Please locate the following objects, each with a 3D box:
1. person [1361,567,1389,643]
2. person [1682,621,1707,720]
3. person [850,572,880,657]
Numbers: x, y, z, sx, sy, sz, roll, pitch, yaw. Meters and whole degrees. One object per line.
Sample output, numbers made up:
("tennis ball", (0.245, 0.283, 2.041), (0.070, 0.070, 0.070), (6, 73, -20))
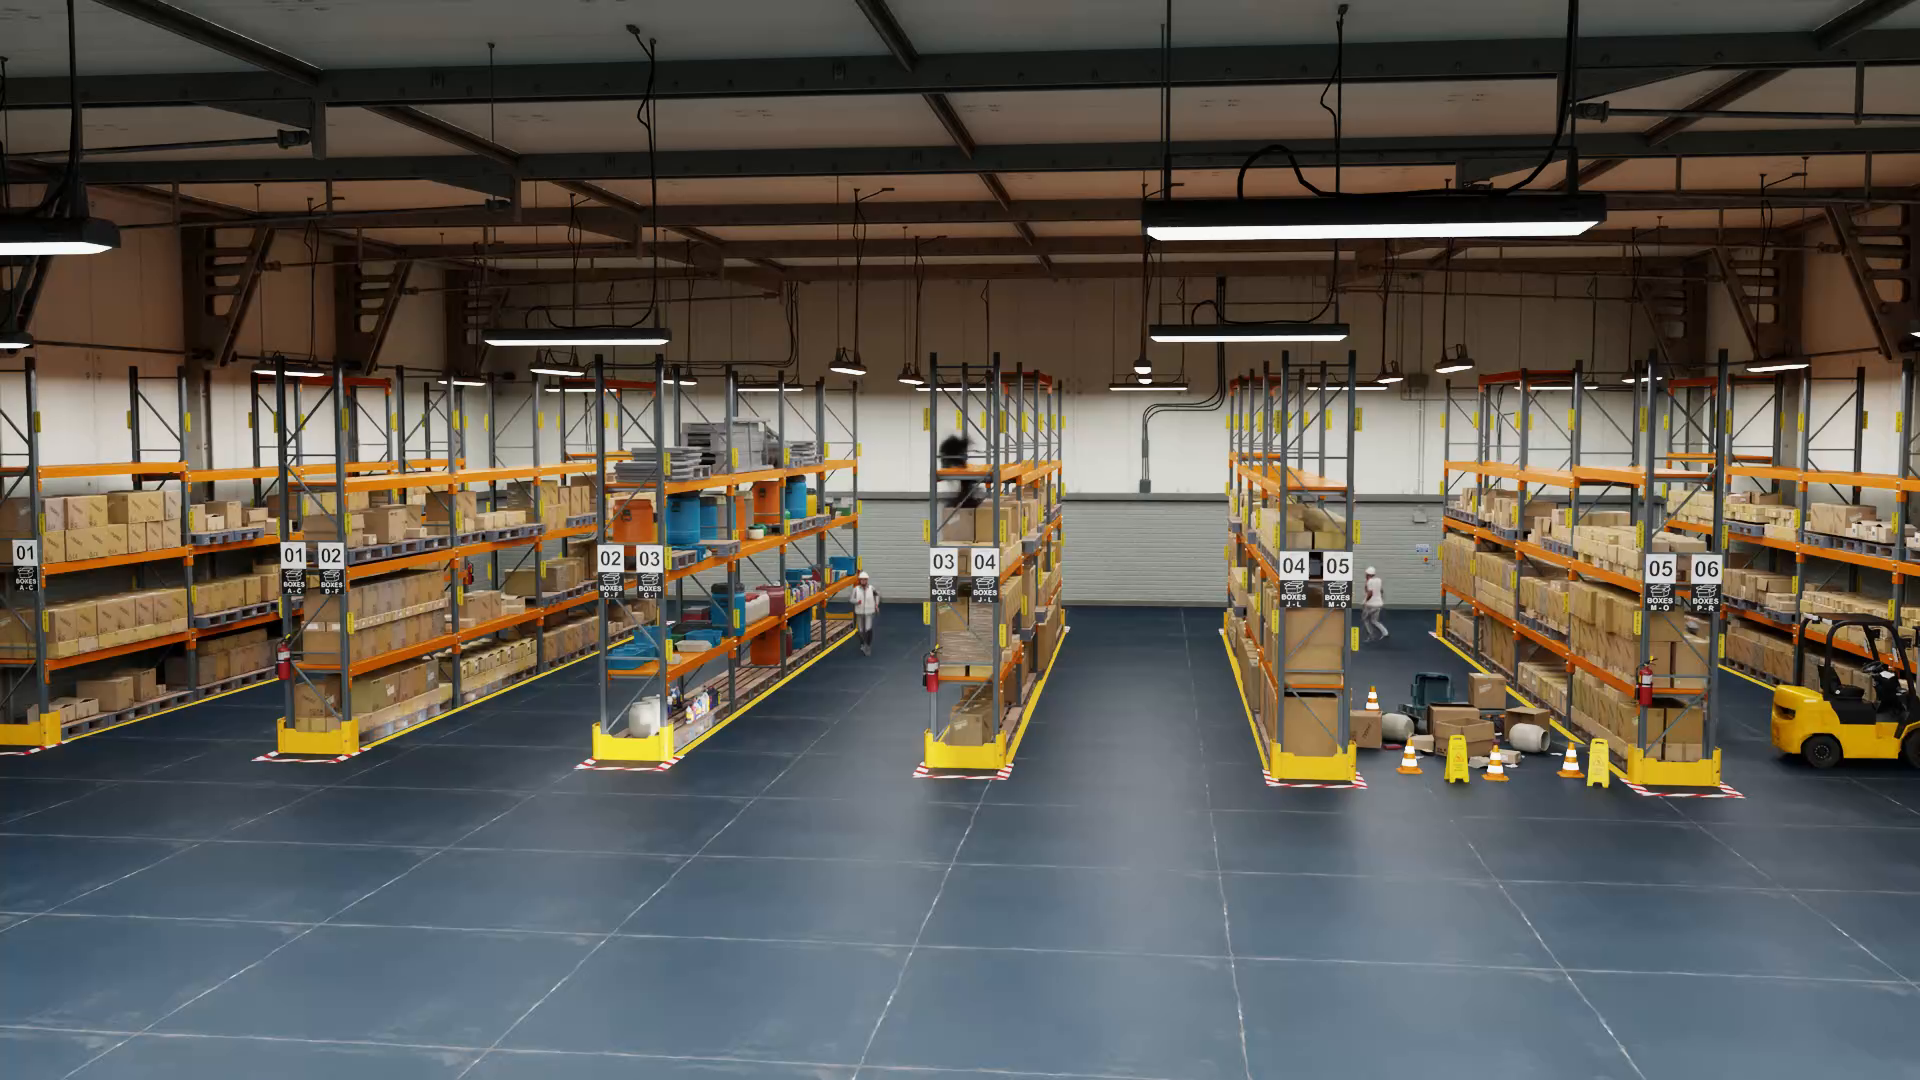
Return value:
("person", (9.397, 1.481, 37.475), (0.670, 1.742, 0.746), (-3, 5, -35))
("person", (12.310, 2.213, 27.904), (0.598, 1.659, 0.940), (0, 4, -1))
("person", (-2.052, 1.597, 35.714), (0.616, 1.825, 0.833), (0, 4, 3))
